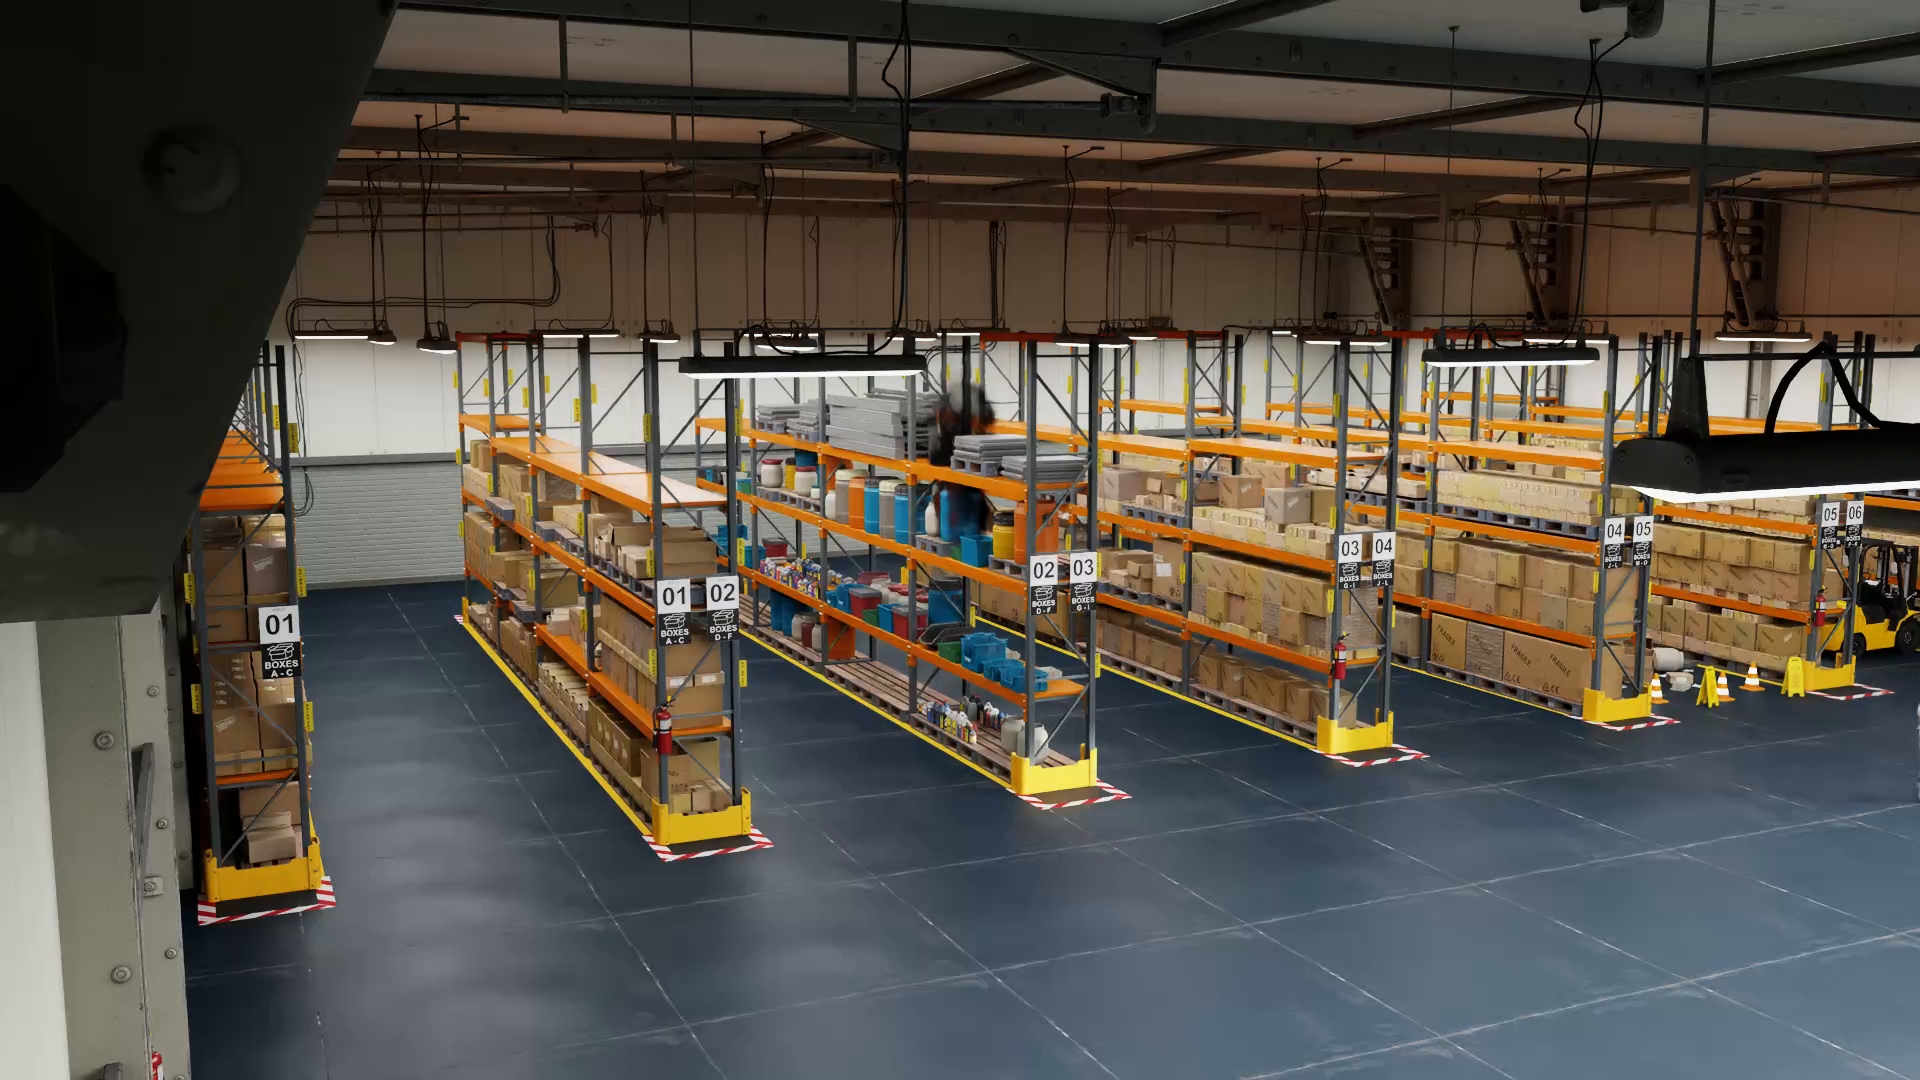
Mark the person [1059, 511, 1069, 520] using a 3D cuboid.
[{"bbox_3d":[2.422,-0.072,40.898,0.693,1.777,0.889,6,10,36],"label":"person"}]
